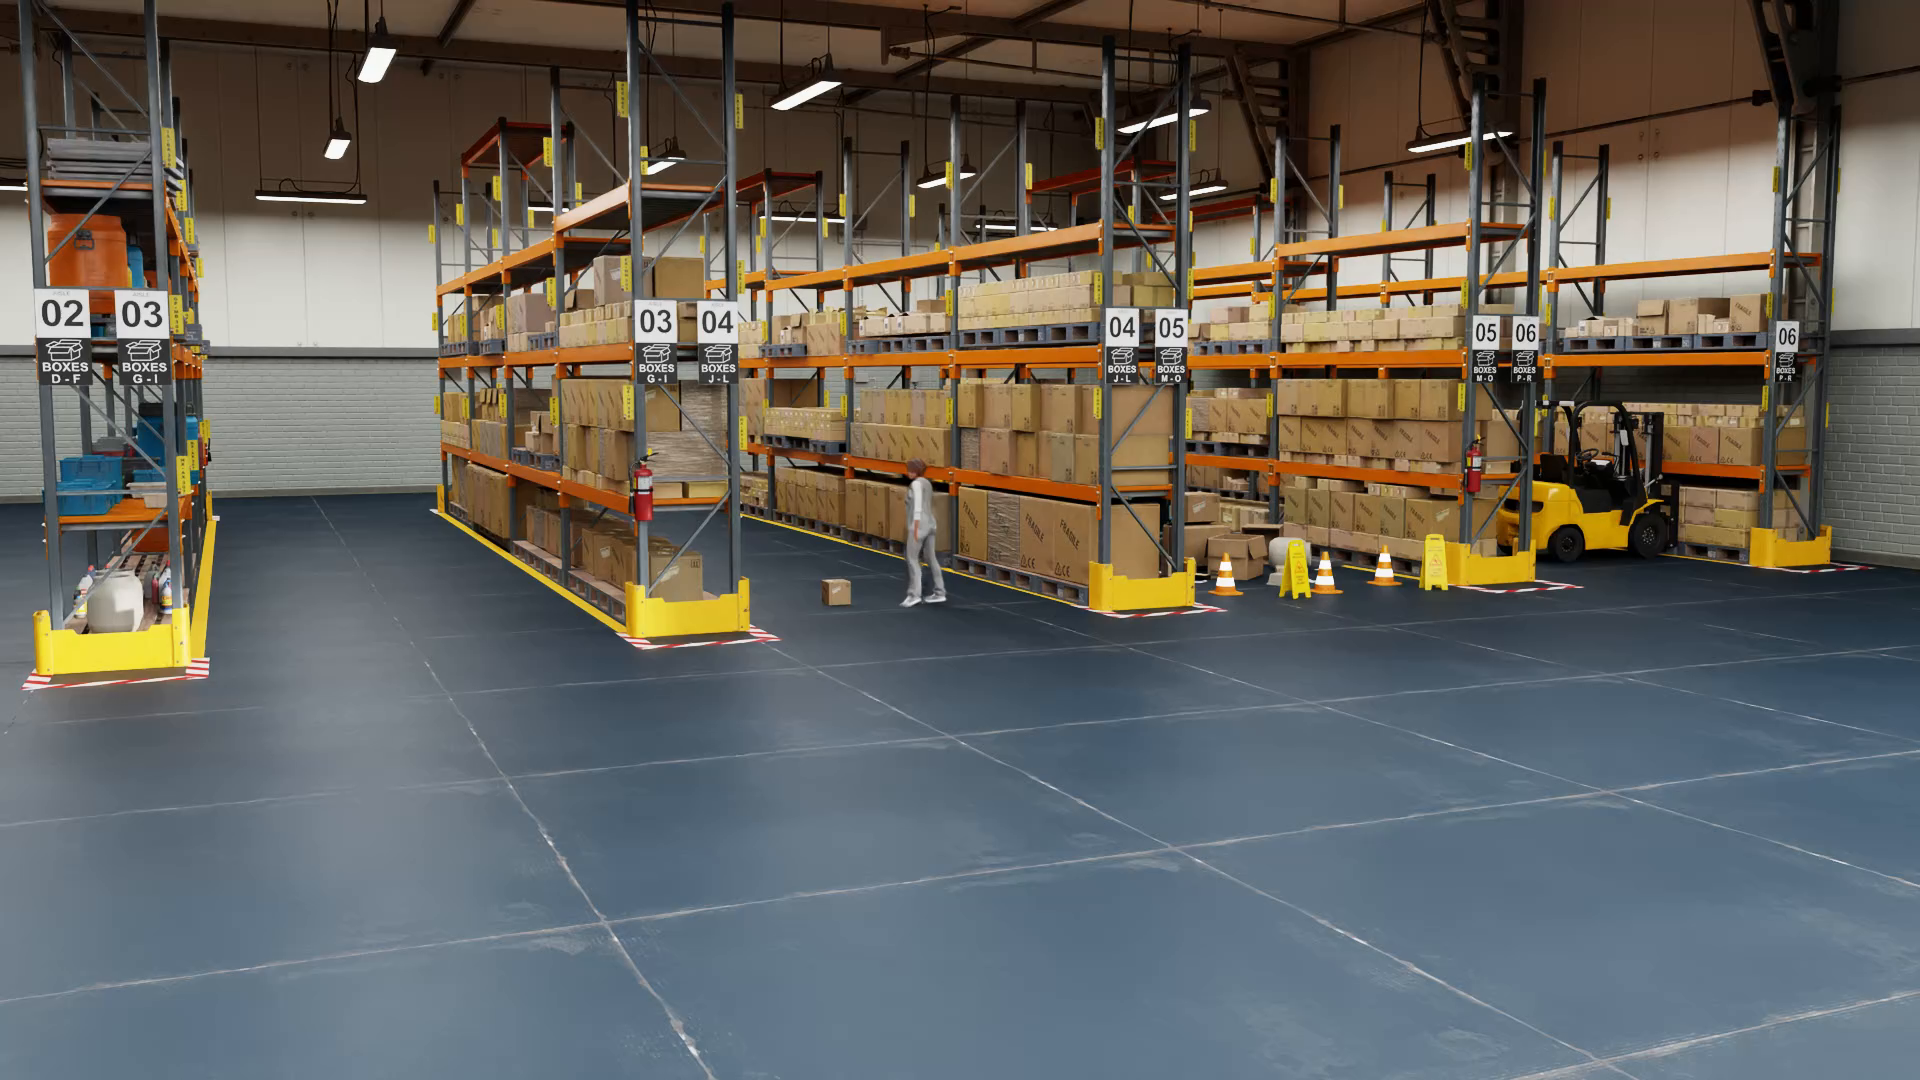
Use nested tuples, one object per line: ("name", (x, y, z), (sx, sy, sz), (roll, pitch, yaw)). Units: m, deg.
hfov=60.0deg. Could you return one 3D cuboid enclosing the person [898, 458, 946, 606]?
("person", (-0.371, -0.066, 18.082), (0.502, 1.627, 0.434), (3, 6, 26))
